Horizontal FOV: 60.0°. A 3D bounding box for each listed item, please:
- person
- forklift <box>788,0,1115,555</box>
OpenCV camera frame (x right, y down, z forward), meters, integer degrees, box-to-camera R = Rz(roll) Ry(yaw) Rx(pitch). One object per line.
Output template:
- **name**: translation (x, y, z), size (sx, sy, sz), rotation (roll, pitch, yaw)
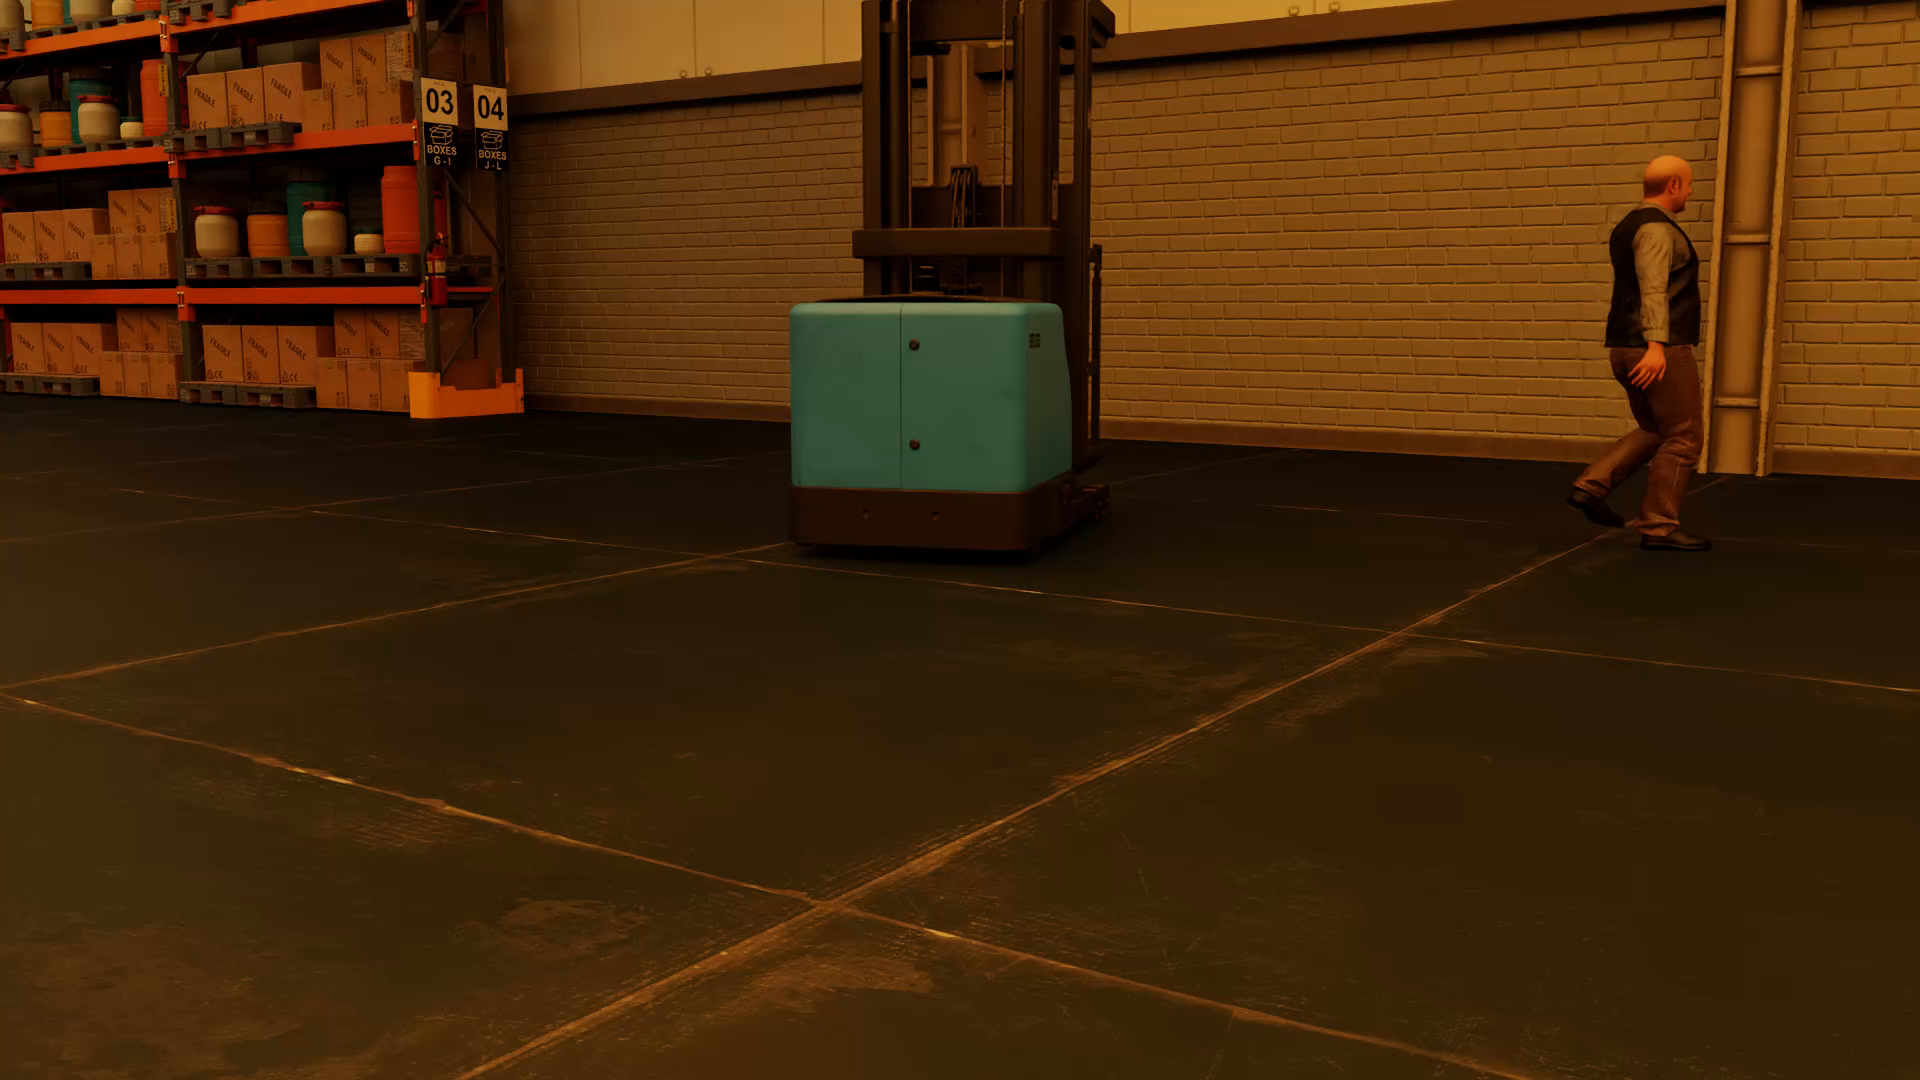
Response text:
- **person**: translation (3.033, -0.814, 7.287), size (0.581, 1.704, 0.771), rotation (0, 8, 1)
- **forklift**: translation (0.140, -1.556, 8.133), size (1.130, 2.935, 3.031), rotation (2, 8, 15)
